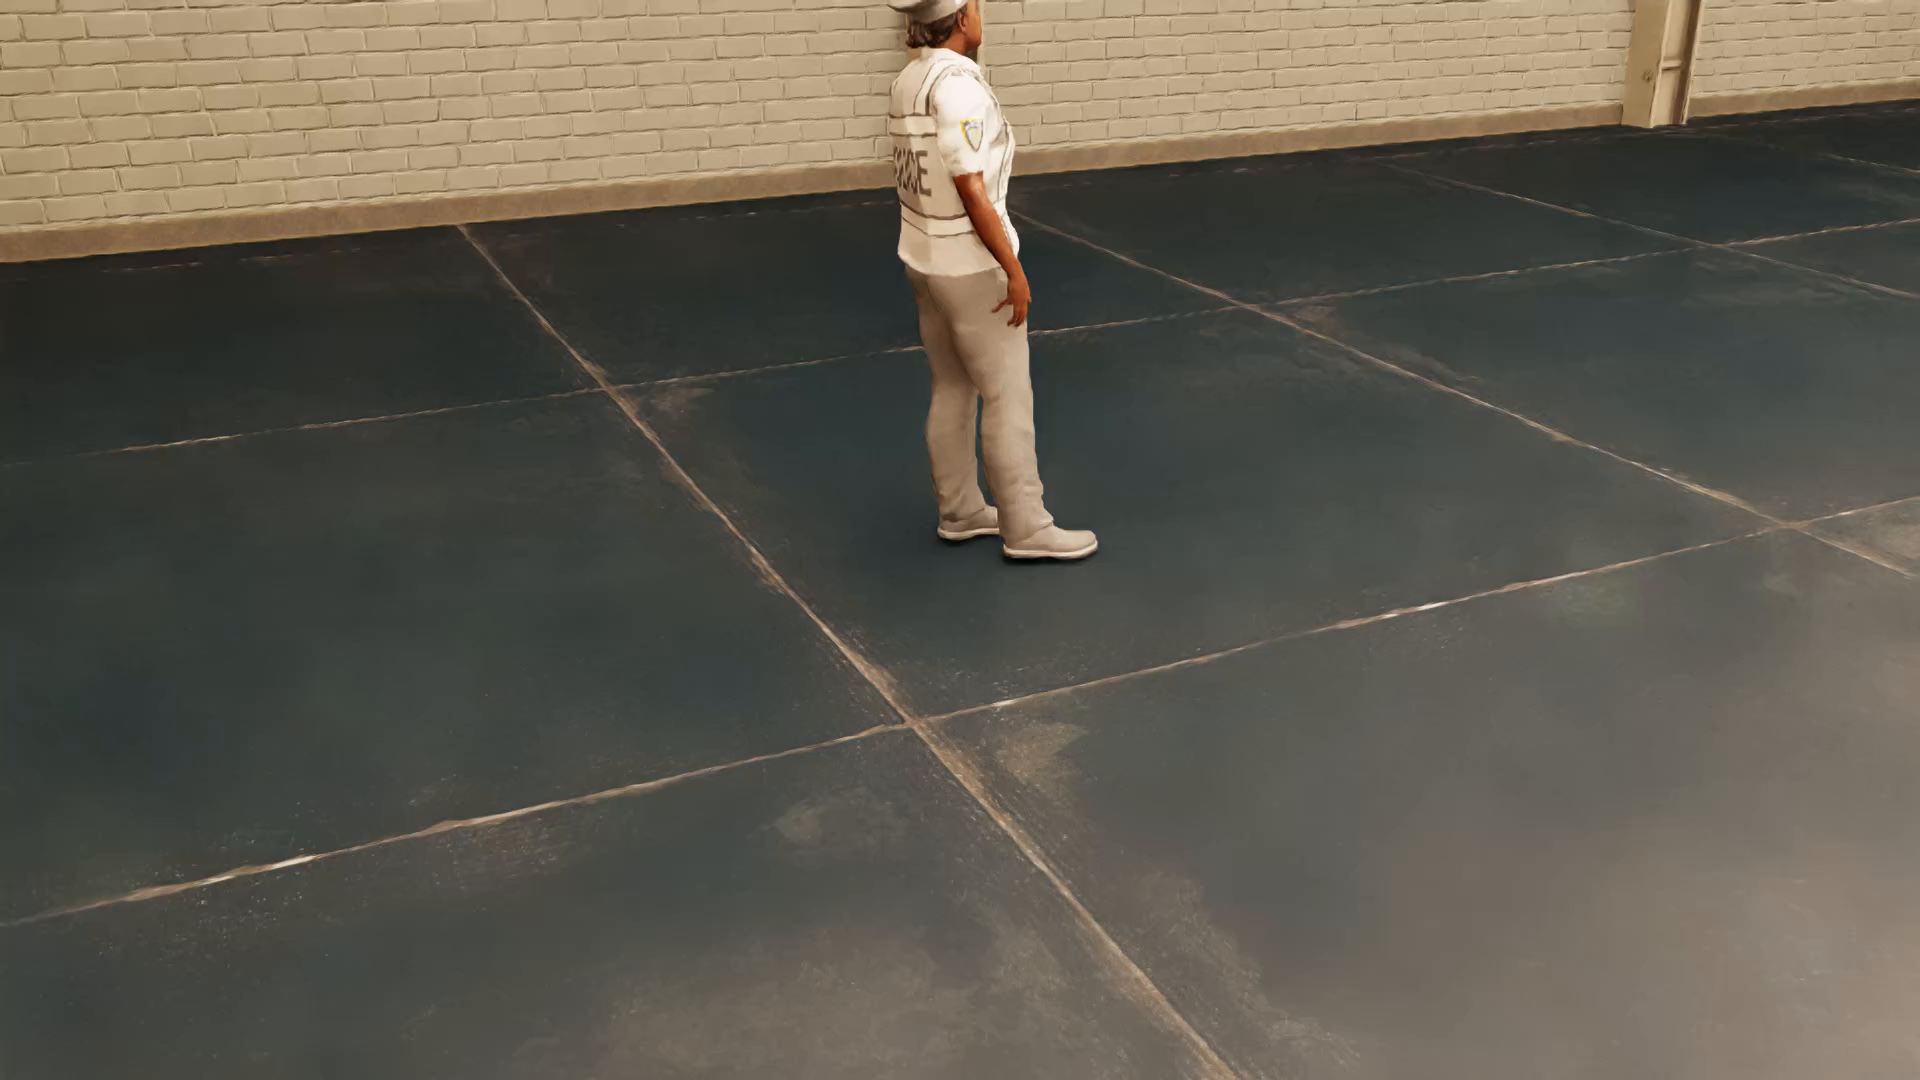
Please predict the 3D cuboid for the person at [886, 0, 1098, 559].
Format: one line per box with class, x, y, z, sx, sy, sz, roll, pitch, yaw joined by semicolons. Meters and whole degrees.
person;0.076;-0.795;4.792;0.529;1.695;0.570;-10;25;-23
